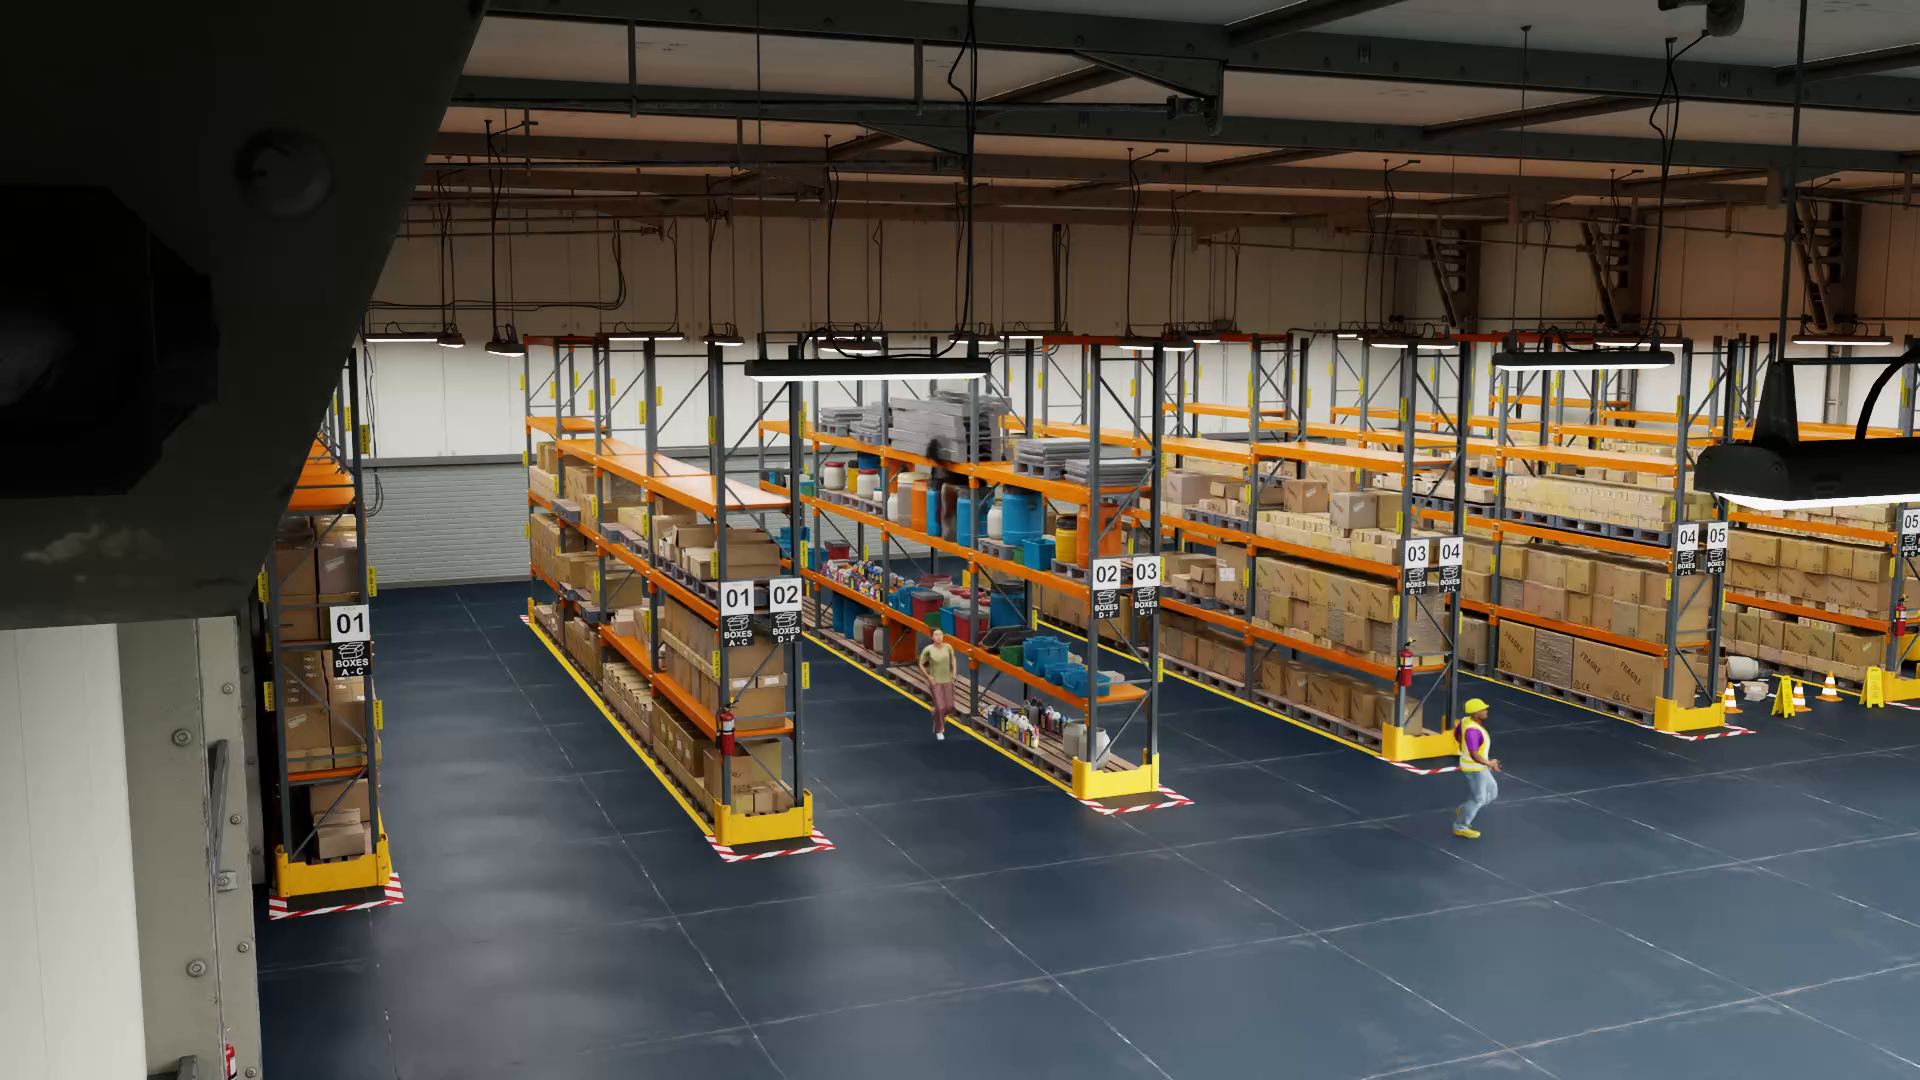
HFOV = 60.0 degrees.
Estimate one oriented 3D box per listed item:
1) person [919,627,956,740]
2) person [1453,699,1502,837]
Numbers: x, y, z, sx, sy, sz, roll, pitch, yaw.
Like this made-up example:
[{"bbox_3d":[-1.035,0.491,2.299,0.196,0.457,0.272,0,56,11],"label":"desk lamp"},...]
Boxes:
[{"bbox_3d":[-0.309,2.066,24.121,0.580,1.627,0.547,-3,8,-19],"label":"person"},{"bbox_3d":[6.338,2.779,20.357,0.533,1.722,0.711,1,8,11],"label":"person"}]
